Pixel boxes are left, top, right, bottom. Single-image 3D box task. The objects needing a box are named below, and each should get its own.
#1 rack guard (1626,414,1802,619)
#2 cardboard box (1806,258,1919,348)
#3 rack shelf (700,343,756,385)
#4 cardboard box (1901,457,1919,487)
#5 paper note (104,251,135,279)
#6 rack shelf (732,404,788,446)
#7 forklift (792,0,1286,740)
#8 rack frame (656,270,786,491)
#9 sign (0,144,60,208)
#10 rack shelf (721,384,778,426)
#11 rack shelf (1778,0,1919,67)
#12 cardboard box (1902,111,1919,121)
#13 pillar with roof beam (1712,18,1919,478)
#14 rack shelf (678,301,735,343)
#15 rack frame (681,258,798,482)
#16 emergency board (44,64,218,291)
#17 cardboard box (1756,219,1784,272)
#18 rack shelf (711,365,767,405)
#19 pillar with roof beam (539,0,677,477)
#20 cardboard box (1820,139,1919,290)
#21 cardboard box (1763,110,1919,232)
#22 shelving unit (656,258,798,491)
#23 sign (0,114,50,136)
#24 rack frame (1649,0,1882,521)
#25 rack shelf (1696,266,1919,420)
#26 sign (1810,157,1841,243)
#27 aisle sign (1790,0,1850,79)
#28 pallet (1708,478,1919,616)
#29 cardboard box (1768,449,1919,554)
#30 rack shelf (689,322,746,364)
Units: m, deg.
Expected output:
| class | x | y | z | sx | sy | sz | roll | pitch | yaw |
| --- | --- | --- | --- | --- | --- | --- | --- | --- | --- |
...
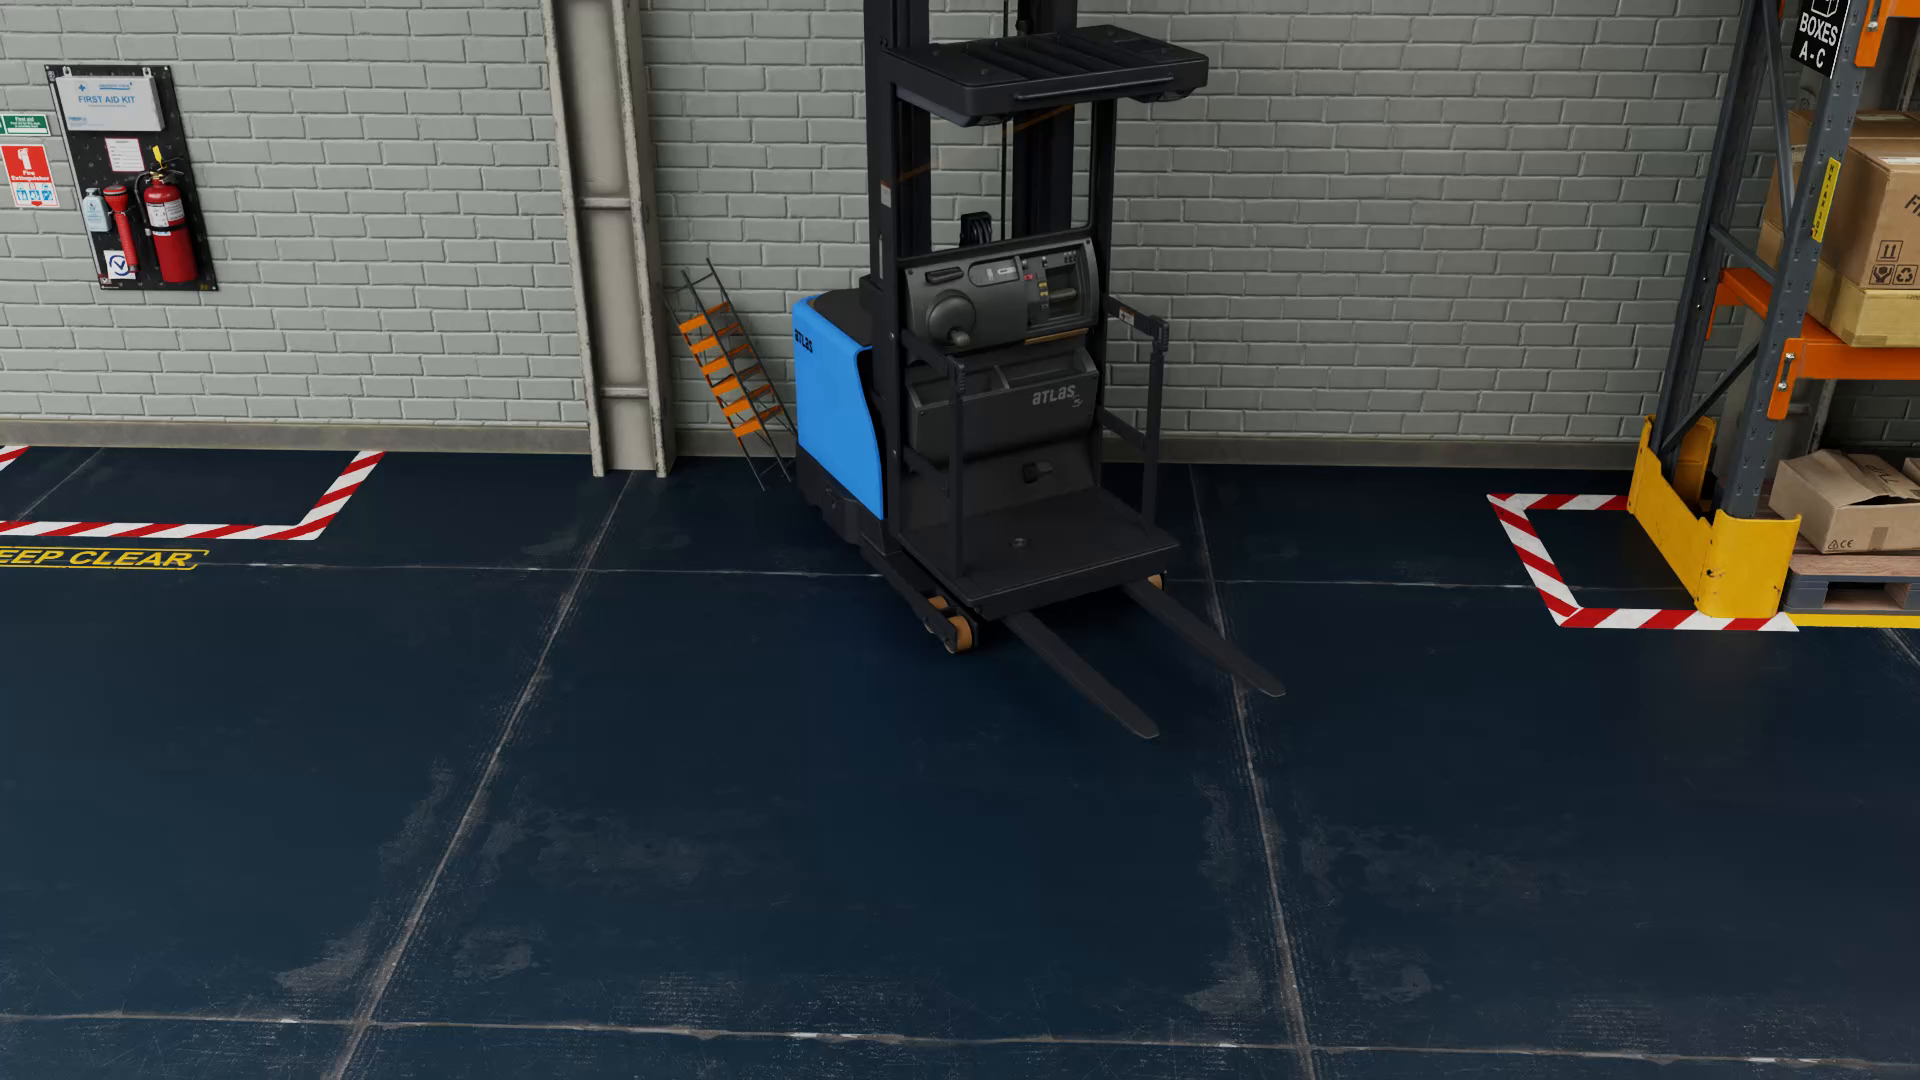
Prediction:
| class | x | y | z | sx | sy | sz | roll | pitch | yaw |
| --- | --- | --- | --- | --- | --- | --- | --- | --- | --- |
| rack guard | 3.585 | -0.138 | 7.976 | 0.348 | 0.500 | 1.175 | 1 | 28 | 2 |
| cardboard box | 3.986 | -1.029 | 7.127 | 0.500 | 0.250 | 0.500 | 0 | 28 | 0 |
| rack shelf | -1.194 | -0.920 | 8.618 | 0.180 | 0.103 | 0.258 | -17 | 16 | 34 |
| cardboard box | 4.767 | -0.187 | 7.800 | 0.500 | 0.311 | 0.500 | 3 | 28 | 6 |
| paper note | -4.400 | -1.440 | 8.705 | 0.142 | 0.148 | 0.016 | 1 | 28 | 2 |
| rack shelf | -1.039 | -0.606 | 8.702 | 0.180 | 0.103 | 0.258 | -17 | 16 | 34 |
| forklift | 0.293 | -1.038 | 7.078 | 1.130 | 2.935 | 3.031 | -14 | 31 | -25 |
| rack frame | -1.234 | -0.832 | 8.686 | 0.006 | 1.200 | 0.240 | -17 | 16 | 34 |
| sign | -4.774 | -1.868 | 8.532 | 0.234 | 0.329 | 0.001 | 1 | 28 | 2 |
| rack shelf | -1.091 | -0.711 | 8.674 | 0.180 | 0.103 | 0.258 | -17 | 16 | 34 |
| rack shelf | 5.508 | -2.218 | 6.796 | 4.000 | 0.370 | 1.077 | 1 | 28 | 2 |
| cardboard box | 4.491 | -1.596 | 7.396 | 0.500 | 0.500 | 0.500 | 1 | 28 | 2 |
| pillar with roof beam | 4.088 | -2.272 | 2.928 | 0.400 | 9.000 | 9.100 | 1 | 28 | 2 |
| rack shelf | -1.297 | -1.129 | 8.562 | 0.180 | 0.103 | 0.258 | -17 | 16 | 34 |
| rack frame | -1.088 | -0.877 | 8.585 | 0.006 | 1.200 | 0.240 | -17 | 16 | 34 |
| emergency board | -4.225 | -1.794 | 8.432 | 0.643 | 1.169 | 0.194 | 1 | 28 | 2 |
| cardboard box | 3.983 | -1.269 | 7.580 | 0.500 | 0.250 | 0.500 | 1 | 28 | 3 |
| rack shelf | -1.142 | -0.815 | 8.646 | 0.180 | 0.103 | 0.258 | -17 | 16 | 34 |
| pillar with roof beam | -1.909 | -2.371 | 3.115 | 0.400 | 9.000 | 9.100 | 1 | 28 | 2 |
| cardboard box | 3.976 | -1.369 | 6.967 | 0.500 | 0.500 | 0.500 | 1 | 28 | 2 |
| cardboard box | 3.988 | -1.609 | 7.420 | 0.500 | 0.500 | 0.500 | 1 | 28 | 1 |
| shelving unit | -1.161 | -0.854 | 8.636 | 0.189 | 1.200 | 0.258 | -17 | 16 | 34 |
| sign | -4.770 | -2.097 | 8.400 | 0.331 | 0.109 | 0.001 | 1 | 28 | 2 |
| rack frame | 3.509 | -1.243 | 7.393 | 0.127 | 3.000 | 1.000 | 1 | 28 | 2 |
| rack shelf | 5.508 | -0.892 | 7.499 | 4.000 | 0.370 | 1.077 | 1 | 28 | 2 |
| sign | 3.490 | -1.372 | 6.711 | 0.005 | 0.325 | 0.100 | 1 | 28 | 2 |
| aisle sign | 3.427 | -2.253 | 6.521 | 0.004 | 0.787 | 0.394 | 1 | 28 | 2 |
| pallet | 4.396 | 0.020 | 7.987 | 1.213 | 0.211 | 1.003 | 1 | 28 | 2 |
| cardboard box | 4.198 | -0.196 | 7.818 | 0.500 | 0.311 | 0.500 | -2 | 28 | -4 |
| rack shelf | -1.245 | -1.025 | 8.590 | 0.180 | 0.103 | 0.258 | -17 | 16 | 34 |
